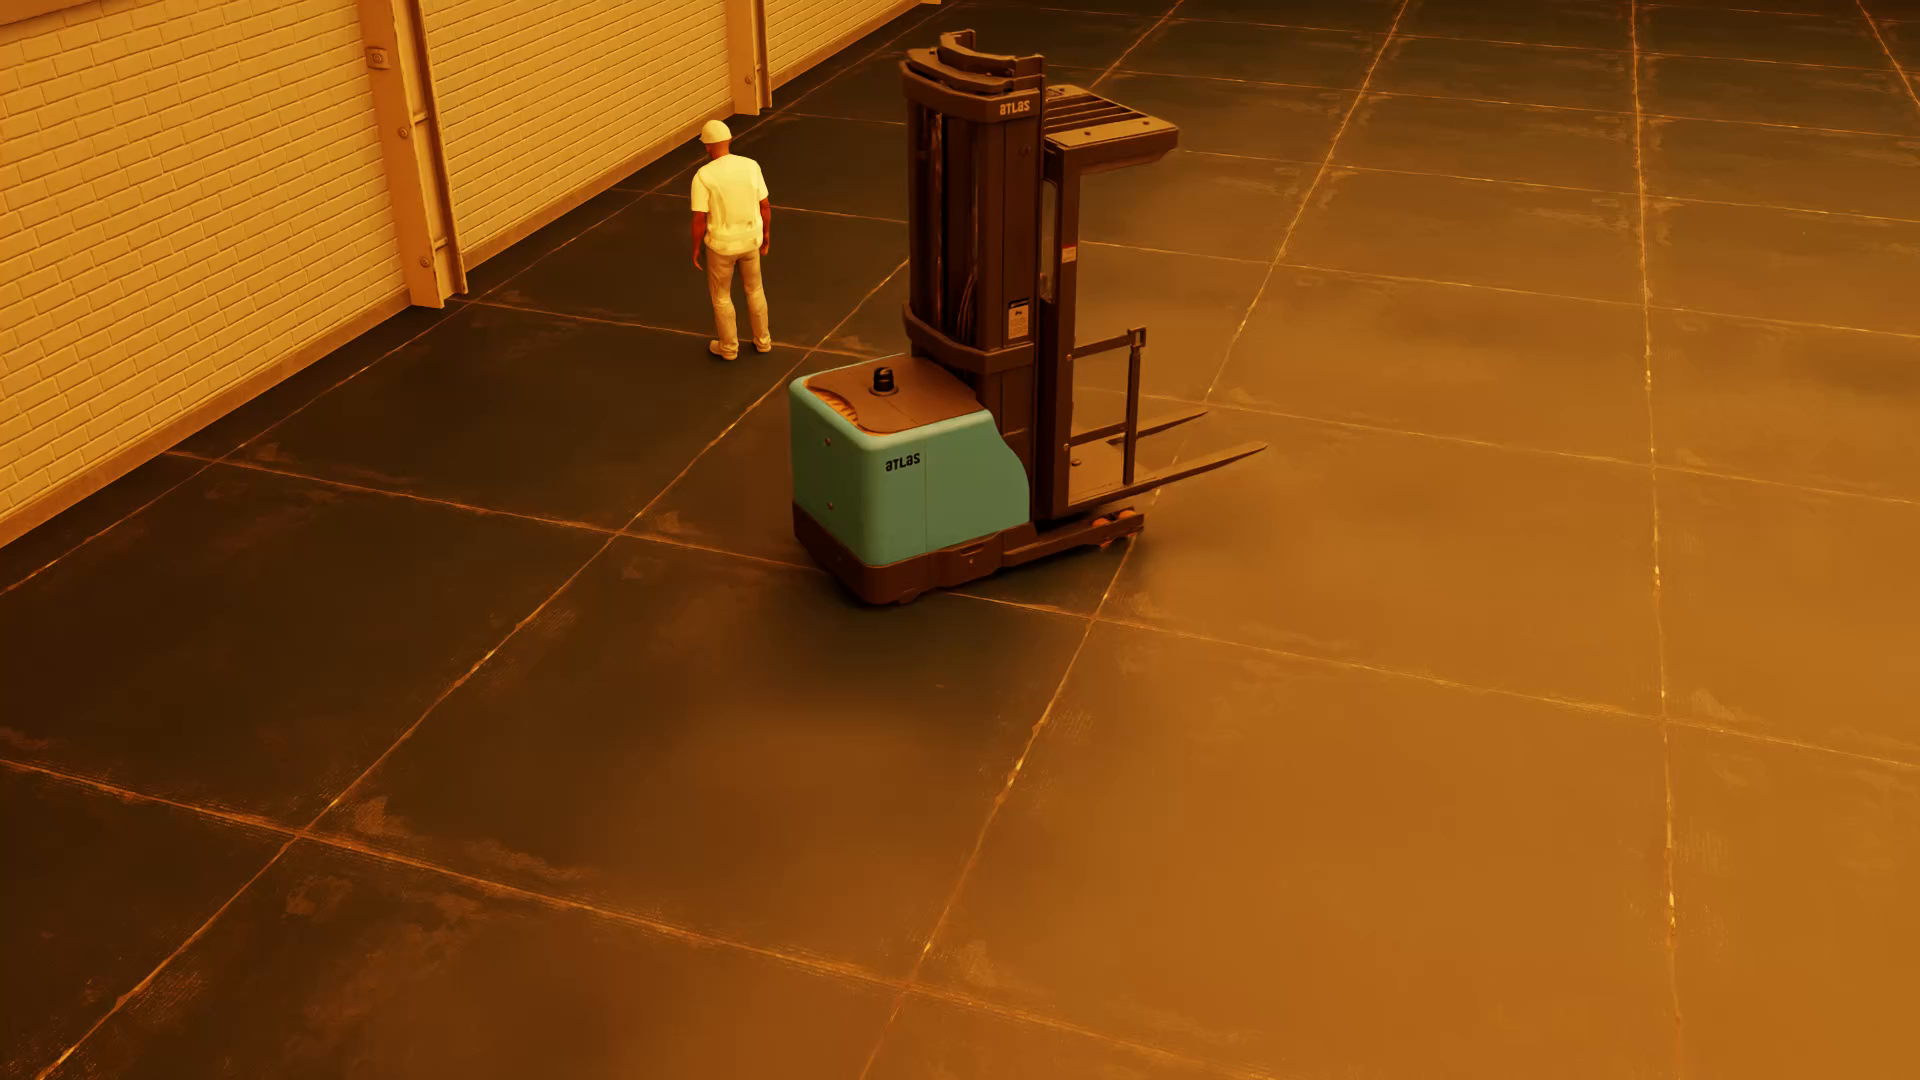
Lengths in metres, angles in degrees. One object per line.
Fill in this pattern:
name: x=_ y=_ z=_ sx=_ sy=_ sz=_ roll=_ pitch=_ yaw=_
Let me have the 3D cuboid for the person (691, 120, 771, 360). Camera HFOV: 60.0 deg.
person: x=-1.676 y=-2.188 z=12.161 sx=0.630 sy=1.759 sz=0.461 roll=-17 pitch=34 yaw=-27

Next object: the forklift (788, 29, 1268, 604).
forklift: x=0.523 y=-1.442 z=9.667 sx=3.031 sy=2.935 sz=1.130 roll=-17 pitch=34 yaw=-27
